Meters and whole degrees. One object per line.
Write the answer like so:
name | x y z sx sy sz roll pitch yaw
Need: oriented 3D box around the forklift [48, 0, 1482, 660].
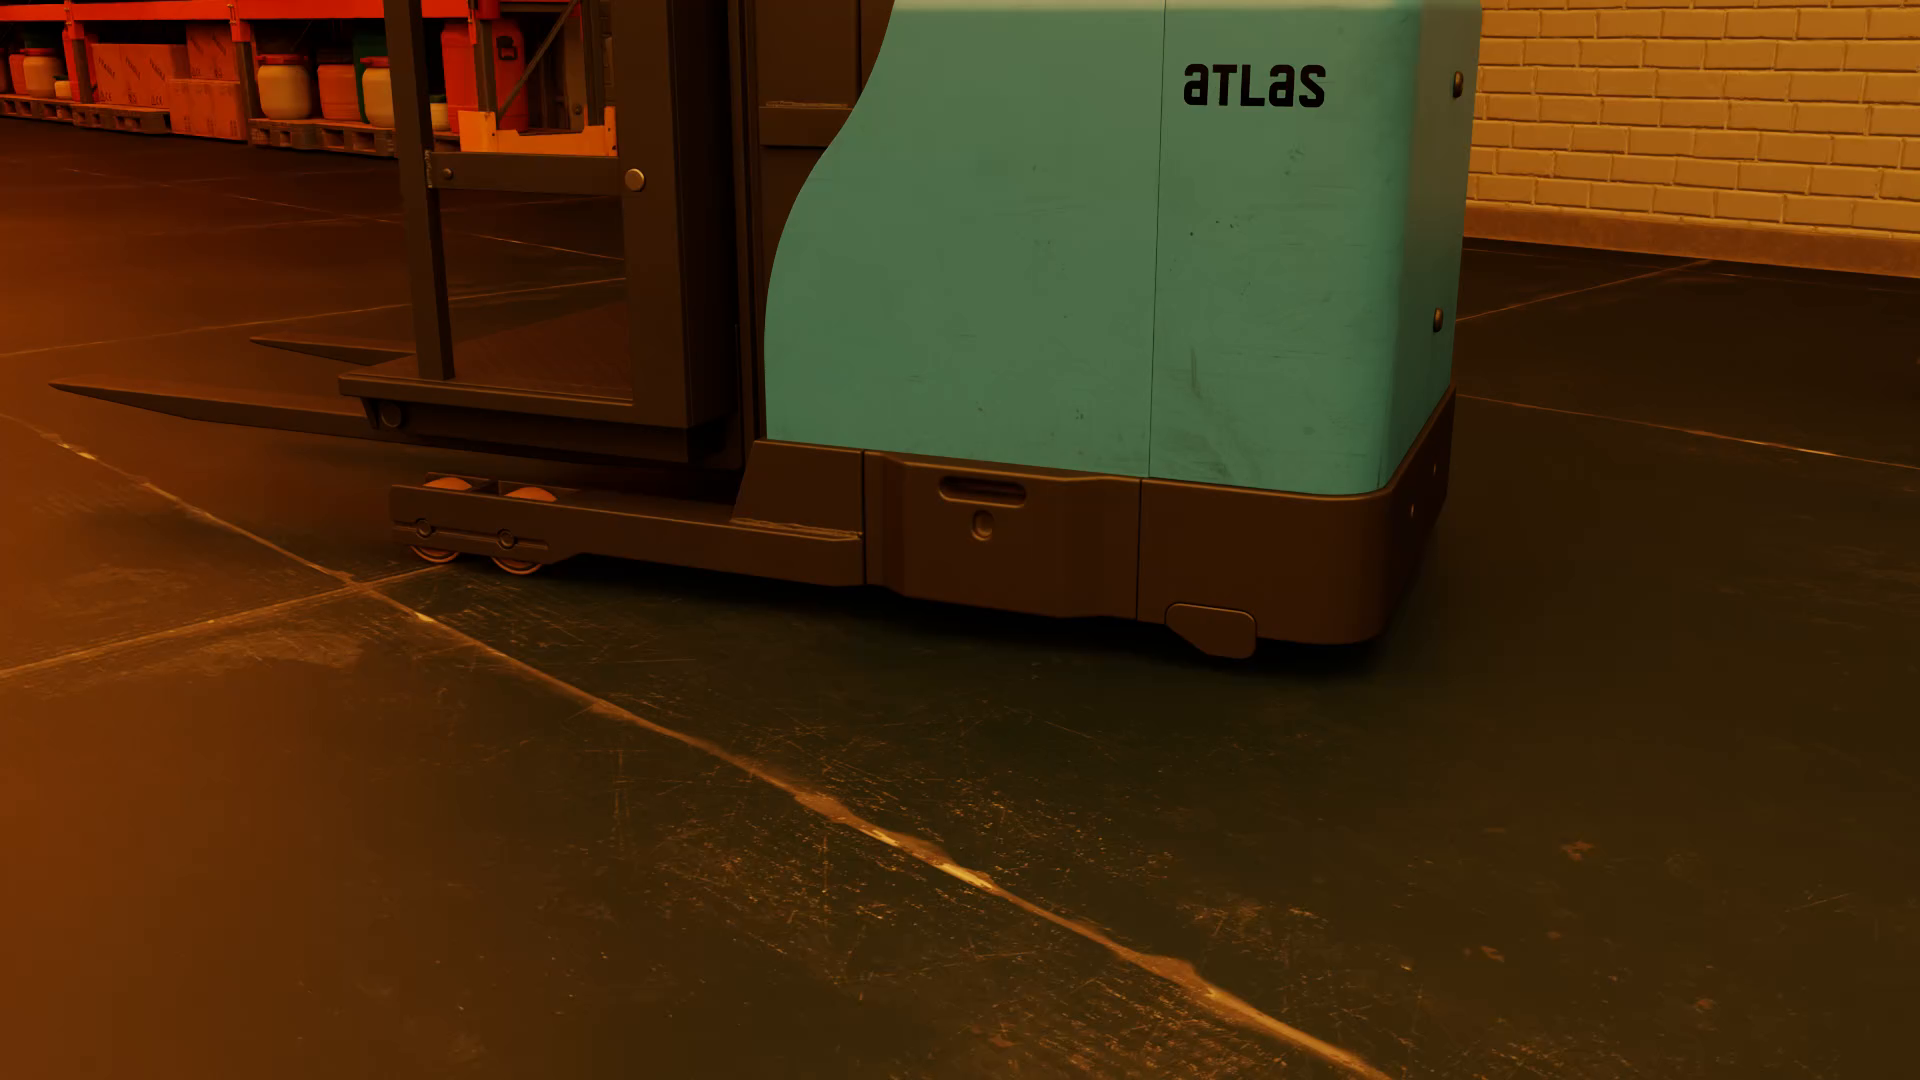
forklift | -0.563 -1.469 3.184 3.031 2.935 1.130 7 18 21
